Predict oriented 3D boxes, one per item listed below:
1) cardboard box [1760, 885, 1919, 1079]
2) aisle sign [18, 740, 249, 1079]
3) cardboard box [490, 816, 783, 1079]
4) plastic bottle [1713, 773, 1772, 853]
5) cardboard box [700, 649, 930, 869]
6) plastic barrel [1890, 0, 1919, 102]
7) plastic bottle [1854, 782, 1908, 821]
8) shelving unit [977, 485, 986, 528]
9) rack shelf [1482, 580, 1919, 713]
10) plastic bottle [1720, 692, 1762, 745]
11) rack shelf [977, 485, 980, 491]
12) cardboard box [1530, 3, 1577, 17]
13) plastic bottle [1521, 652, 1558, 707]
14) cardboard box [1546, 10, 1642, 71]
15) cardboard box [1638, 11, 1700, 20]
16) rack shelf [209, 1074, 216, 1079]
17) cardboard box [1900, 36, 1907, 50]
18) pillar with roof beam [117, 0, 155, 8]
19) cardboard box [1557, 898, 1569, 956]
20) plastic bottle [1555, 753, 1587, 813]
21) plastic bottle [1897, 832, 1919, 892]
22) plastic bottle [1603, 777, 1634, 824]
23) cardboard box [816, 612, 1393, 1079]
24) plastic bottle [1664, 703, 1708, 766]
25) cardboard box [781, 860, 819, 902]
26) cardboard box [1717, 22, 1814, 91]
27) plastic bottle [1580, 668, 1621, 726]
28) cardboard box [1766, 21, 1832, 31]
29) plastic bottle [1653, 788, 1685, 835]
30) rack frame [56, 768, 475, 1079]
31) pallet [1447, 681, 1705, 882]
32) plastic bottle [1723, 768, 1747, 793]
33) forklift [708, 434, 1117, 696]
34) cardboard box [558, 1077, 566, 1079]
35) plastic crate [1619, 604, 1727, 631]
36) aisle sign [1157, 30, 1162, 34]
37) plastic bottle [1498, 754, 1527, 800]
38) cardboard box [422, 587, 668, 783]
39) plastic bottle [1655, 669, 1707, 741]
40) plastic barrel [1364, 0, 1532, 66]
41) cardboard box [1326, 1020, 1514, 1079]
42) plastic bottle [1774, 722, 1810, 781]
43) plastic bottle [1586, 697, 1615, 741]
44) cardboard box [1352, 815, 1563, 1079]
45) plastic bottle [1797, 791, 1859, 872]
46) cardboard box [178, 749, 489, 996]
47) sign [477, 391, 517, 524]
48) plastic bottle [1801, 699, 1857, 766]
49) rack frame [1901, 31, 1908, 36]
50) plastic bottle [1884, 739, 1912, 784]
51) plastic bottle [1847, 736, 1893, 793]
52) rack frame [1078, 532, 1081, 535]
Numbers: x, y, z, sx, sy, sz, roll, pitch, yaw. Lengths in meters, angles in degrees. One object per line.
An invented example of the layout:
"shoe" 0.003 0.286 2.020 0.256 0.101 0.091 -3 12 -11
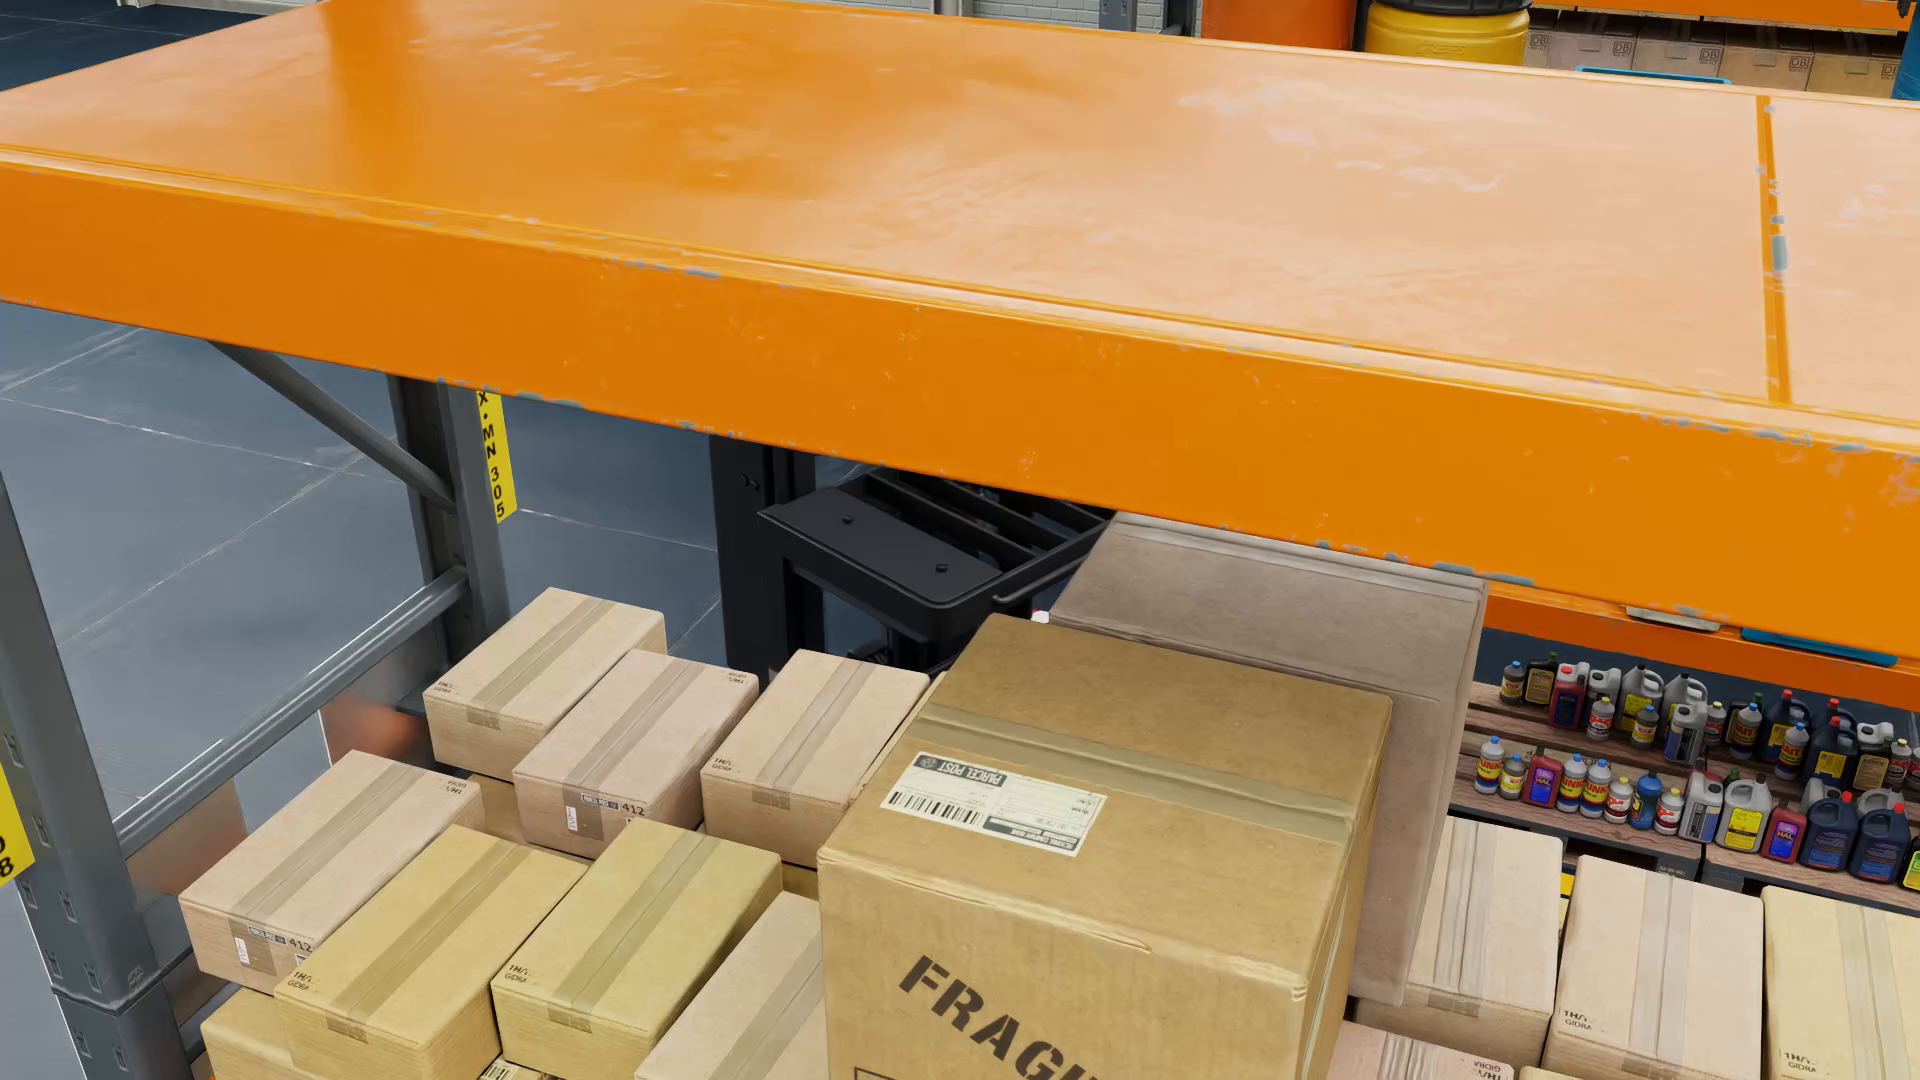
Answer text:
"cardboard box" 1.201 0.663 2.227 0.250 0.149 0.380 11 31 18
"aisle sign" -1.267 0.756 2.723 0.004 0.787 0.394 11 31 19
"cardboard box" -0.445 0.587 2.362 0.250 0.149 0.380 11 31 18
"plastic bottle" 3.289 1.122 6.961 0.185 0.351 0.144 11 31 19
"cardboard box" -0.231 0.359 2.765 0.250 0.149 0.380 10 31 17
"plastic barrel" 3.589 -1.696 5.718 0.708 0.901 0.600 11 31 19
"plastic bottle" 3.821 1.152 6.909 0.185 0.351 0.144 11 31 19
"shelving unit" 0.008 -0.390 9.526 0.210 0.900 0.258 11 31 19
"rack shelf" 2.618 0.187 7.102 4.000 0.370 1.077 11 31 19
"plastic bottle" 3.567 0.812 7.579 0.133 0.283 0.061 13 32 21
"rack shelf" 0.008 -0.283 9.587 0.200 0.077 0.258 11 31 19
"cardboard box" 5.273 -4.962 14.851 0.500 0.500 0.500 11 31 19
"plastic bottle" 2.747 0.648 7.869 0.133 0.283 0.061 12 32 20
"cardboard box" 4.064 -3.073 10.718 0.500 0.500 0.700 11 31 19
"cardboard box" 6.233 -4.774 14.517 0.500 0.500 0.500 12 32 21
"rack shelf" 0.756 1.139 2.369 4.000 0.370 1.077 11 31 19
"cardboard box" 5.924 -2.702 10.061 0.500 0.500 0.700 11 31 19
"pillar with roof beam" -12.834 -9.257 16.983 0.400 9.000 9.100 11 31 19
"cardboard box" 0.848 0.775 2.434 0.500 0.250 0.500 11 31 18
"plastic bottle" 2.645 1.041 7.186 0.097 0.271 0.097 0 29 0
"plastic bottle" 3.902 1.296 6.722 0.133 0.283 0.061 13 32 22
"plastic bottle" 2.830 1.108 7.138 0.097 0.201 0.097 0 29 0
"cardboard box" 0.177 0.463 1.922 0.500 0.500 0.500 11 31 19
"plastic bottle" 3.278 0.858 7.505 0.135 0.276 0.152 11 31 19
"cardboard box" -0.091 0.586 2.769 0.500 0.250 0.500 11 31 19
"cardboard box" 4.991 -2.888 10.390 0.500 0.500 0.700 11 31 19
"plastic bottle" 2.983 0.723 7.744 0.135 0.276 0.152 10 31 18
"cardboard box" 7.177 -4.580 14.174 0.500 0.500 0.500 11 31 19
"plastic bottle" 3.020 1.146 7.071 0.097 0.201 0.097 0 29 0
"rack frame" -1.097 1.762 3.584 0.127 3.000 1.000 11 31 19
"pallet" 2.730 1.089 7.608 1.213 0.211 1.003 11 31 19
"plastic bottle" 3.304 1.100 7.069 0.133 0.283 0.061 11 31 19
"forklift" 0.011 0.731 5.479 1.130 2.935 3.031 -26 39 -38
"cardboard box" -0.268 0.821 2.353 0.500 0.250 0.500 11 31 18
"plastic crate" 2.872 0.174 6.663 0.437 0.136 0.530 11 31 19
"aisle sign" 0.810 -1.777 7.203 0.004 0.787 0.394 11 31 19
"plastic bottle" 2.424 1.027 7.281 0.097 0.201 0.097 0 29 0
"cardboard box" -0.723 0.257 2.946 0.250 0.149 0.380 11 31 19
"plastic bottle" 3.311 0.753 7.614 0.185 0.351 0.144 11 31 19
"plastic barrel" 1.869 -1.914 6.421 0.600 0.588 0.600 0 29 0
"cardboard box" 0.512 0.785 2.011 0.250 0.149 0.380 11 31 19
"plastic bottle" 3.700 0.930 7.383 0.097 0.271 0.097 0 29 0
"plastic bottle" 2.954 0.815 7.656 0.097 0.201 0.097 0 29 0
"cardboard box" 0.717 0.573 2.387 0.250 0.149 0.380 10 31 17
"plastic bottle" 3.589 1.182 6.855 0.185 0.351 0.144 10 31 17
"cardboard box" -0.929 0.504 2.508 0.250 0.149 0.380 11 31 19
"sign" -0.870 -0.179 3.069 0.005 0.325 0.100 11 31 19
"plastic bottle" 3.880 0.867 7.413 0.185 0.351 0.144 12 32 20
"rack frame" 8.196 -4.274 14.262 0.127 3.000 1.000 11 31 19
"plastic bottle" 4.153 0.974 7.375 0.097 0.201 0.097 0 29 0
"plastic bottle" 3.992 0.977 7.286 0.133 0.283 0.061 11 31 19
"rack frame" 0.765 -0.496 7.580 0.127 3.000 1.000 11 31 19
